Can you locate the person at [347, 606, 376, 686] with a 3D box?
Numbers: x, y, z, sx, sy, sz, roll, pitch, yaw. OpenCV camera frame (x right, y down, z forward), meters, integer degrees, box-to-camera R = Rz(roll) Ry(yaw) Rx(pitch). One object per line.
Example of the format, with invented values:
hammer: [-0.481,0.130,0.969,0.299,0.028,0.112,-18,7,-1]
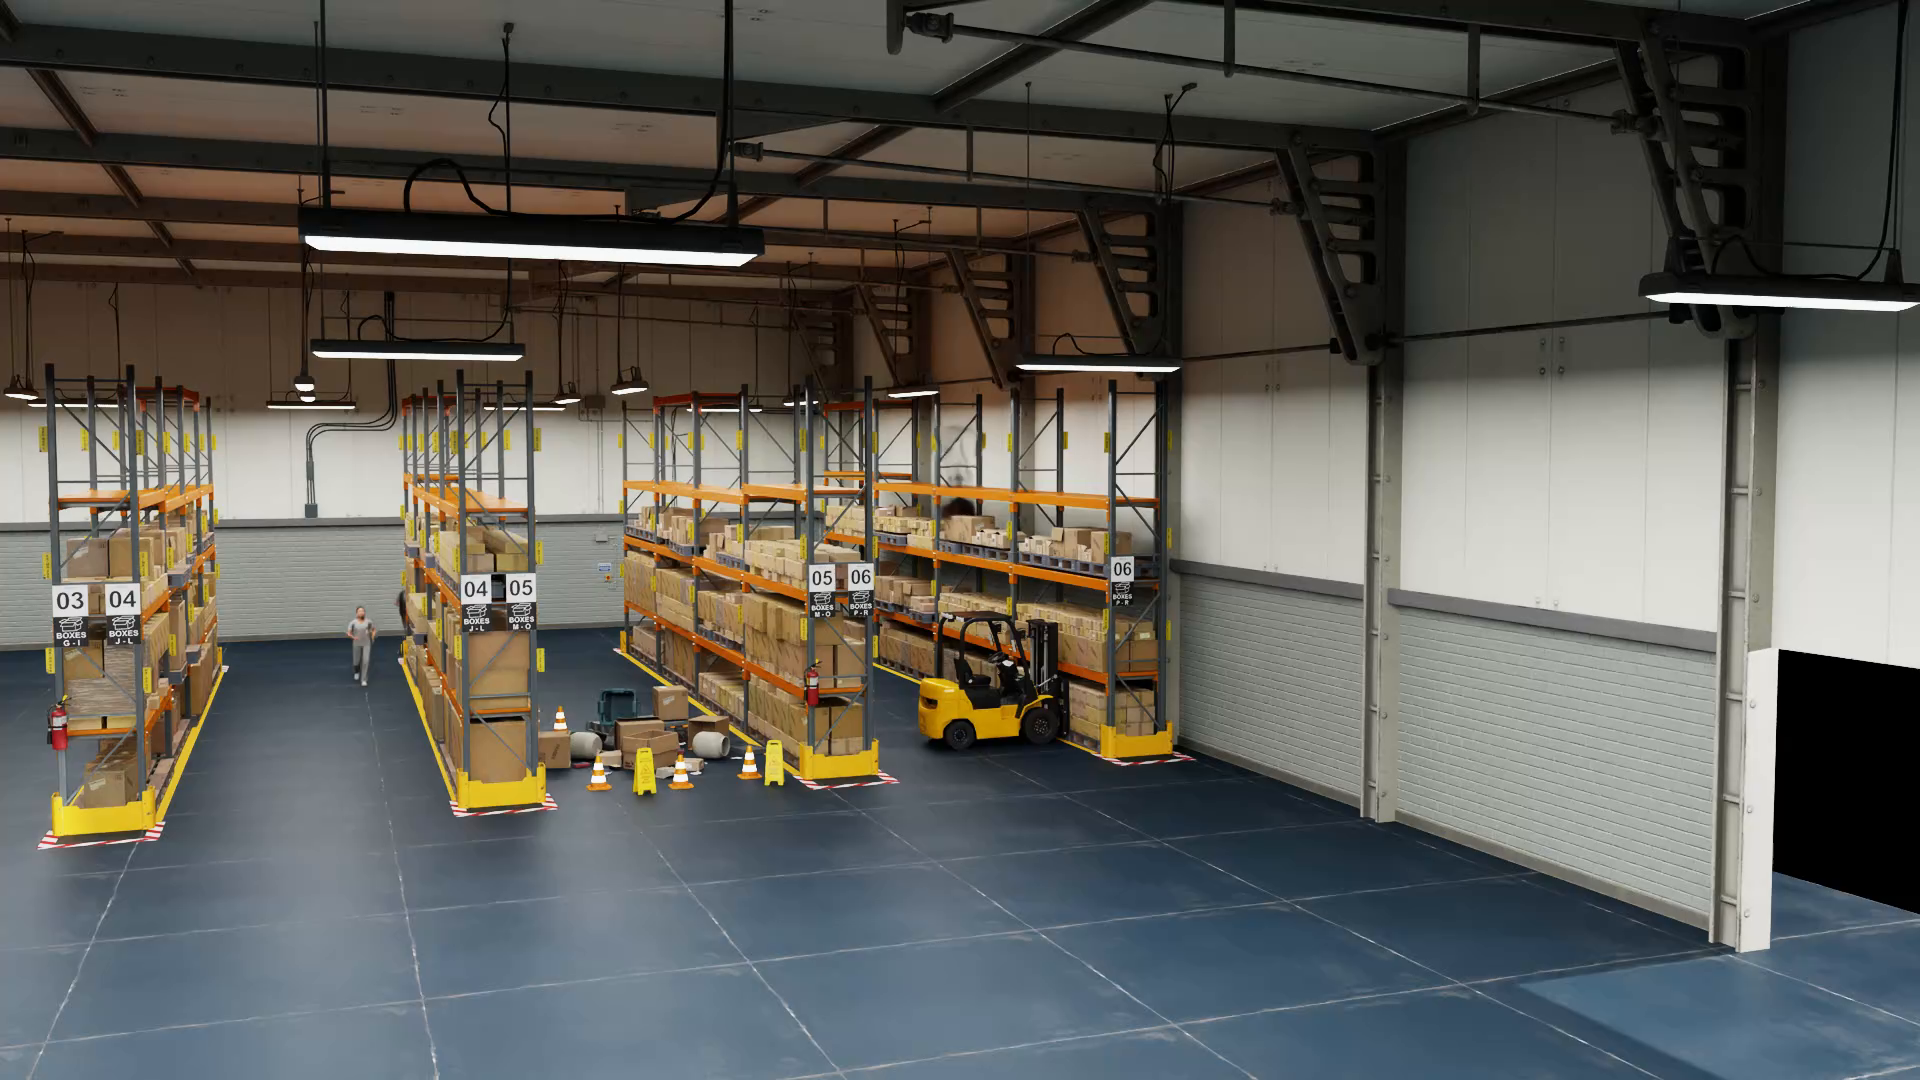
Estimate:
person: [-12.331,2.181,34.312,0.573,1.628,0.703,-2,4,-24]

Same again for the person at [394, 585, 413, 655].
person: [-13.042,1.813,39.371,0.644,1.732,0.947,1,3,17]
